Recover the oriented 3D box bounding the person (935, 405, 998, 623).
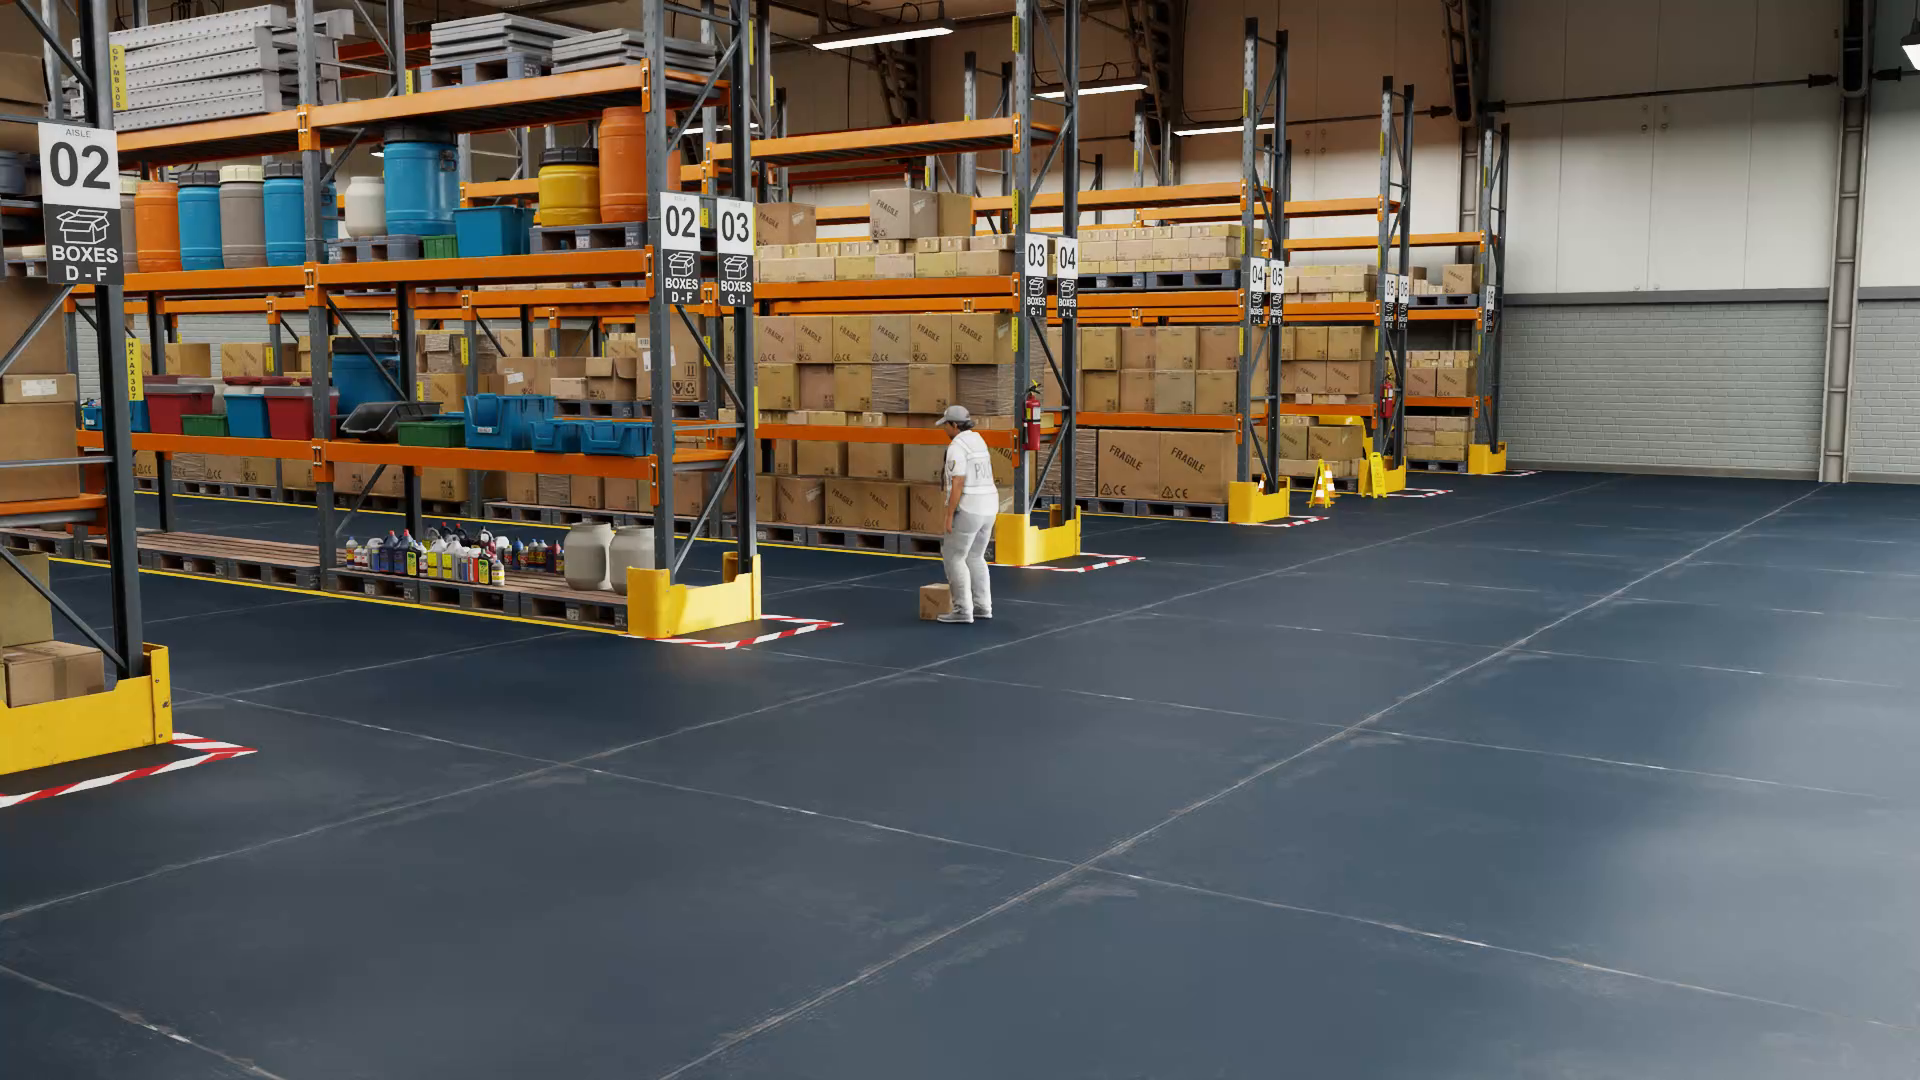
[{"bbox_3d":[0.042,-0.204,12.793,0.468,1.665,0.554,4,7,30],"label":"person"}]
